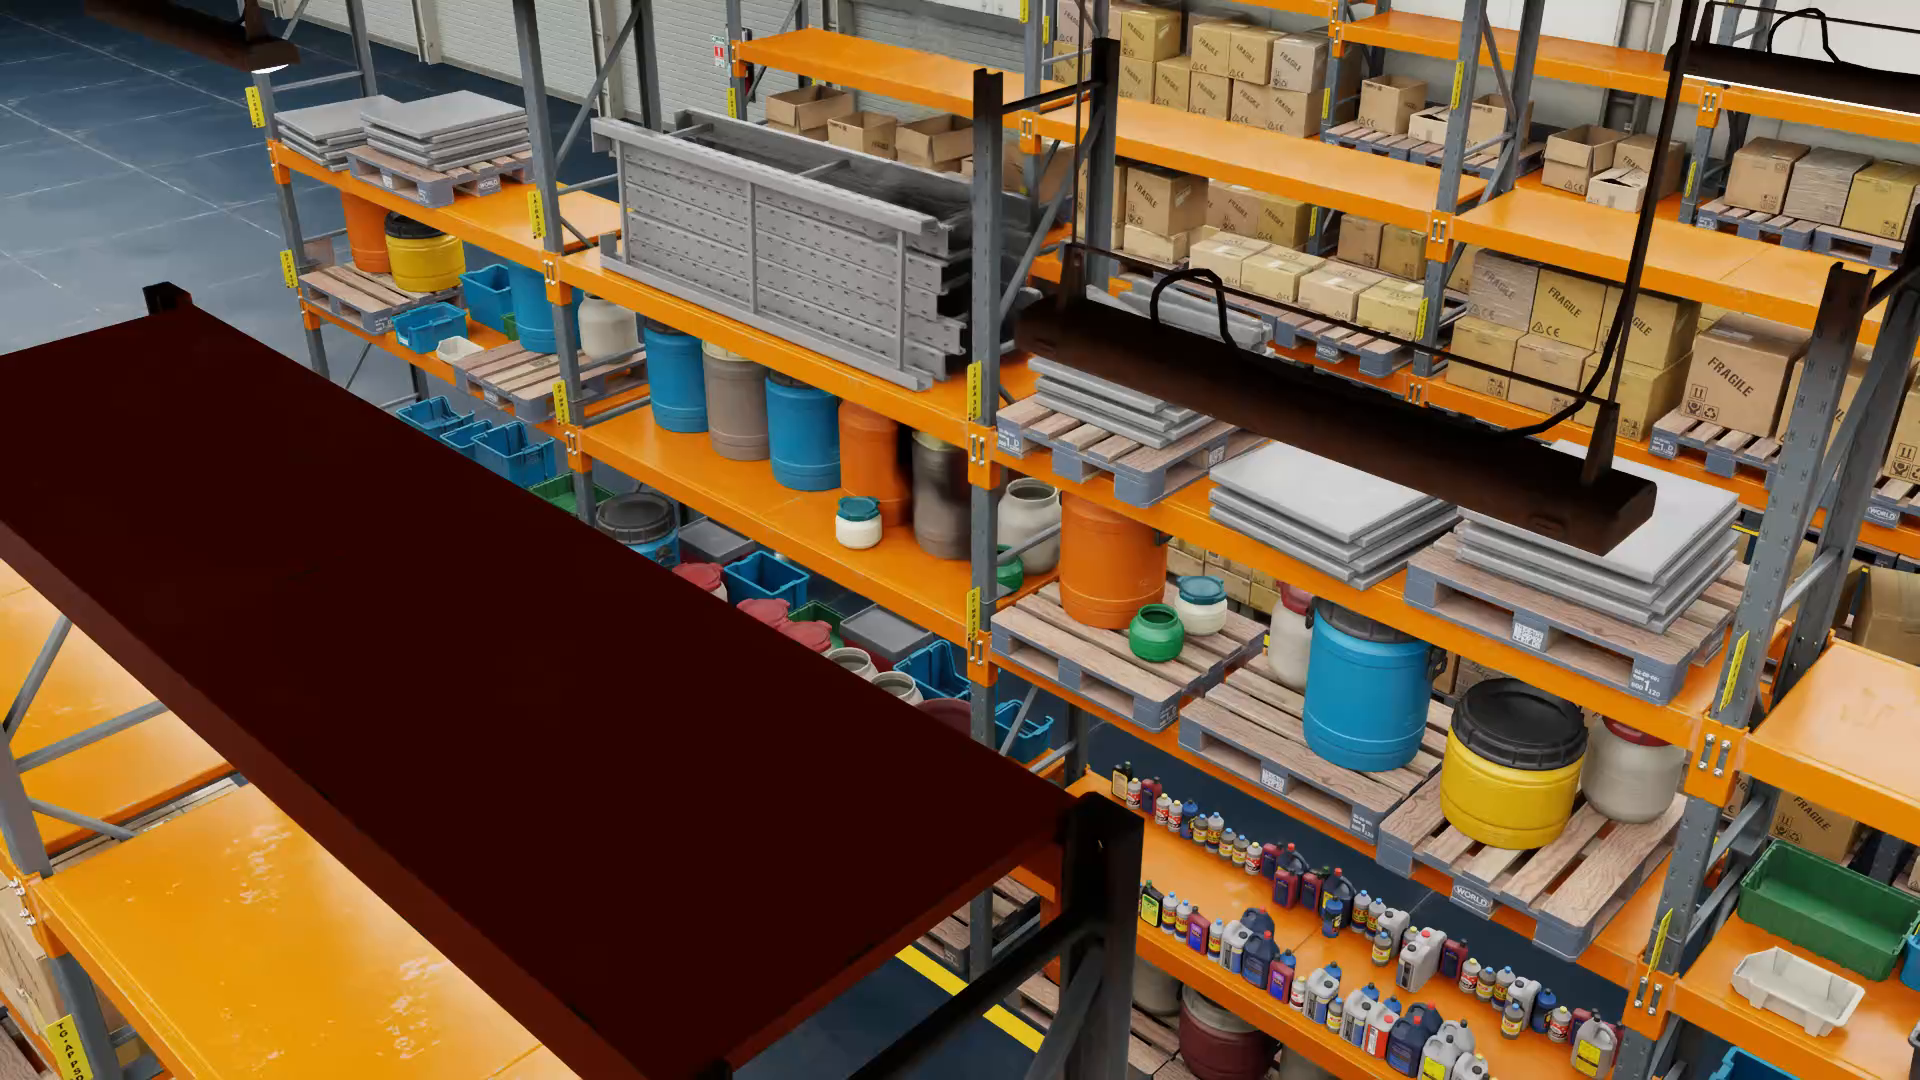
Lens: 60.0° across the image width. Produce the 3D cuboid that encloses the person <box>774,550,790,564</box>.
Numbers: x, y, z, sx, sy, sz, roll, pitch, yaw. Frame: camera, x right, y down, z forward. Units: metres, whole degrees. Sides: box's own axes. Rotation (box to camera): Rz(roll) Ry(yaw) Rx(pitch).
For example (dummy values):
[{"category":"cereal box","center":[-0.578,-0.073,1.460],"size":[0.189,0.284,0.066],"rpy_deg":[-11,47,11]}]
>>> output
[{"category":"person","center":[-1.458,-0.354,15.189],"size":[0.900,1.666,0.613],"rpy_deg":[16,33,27]}]
